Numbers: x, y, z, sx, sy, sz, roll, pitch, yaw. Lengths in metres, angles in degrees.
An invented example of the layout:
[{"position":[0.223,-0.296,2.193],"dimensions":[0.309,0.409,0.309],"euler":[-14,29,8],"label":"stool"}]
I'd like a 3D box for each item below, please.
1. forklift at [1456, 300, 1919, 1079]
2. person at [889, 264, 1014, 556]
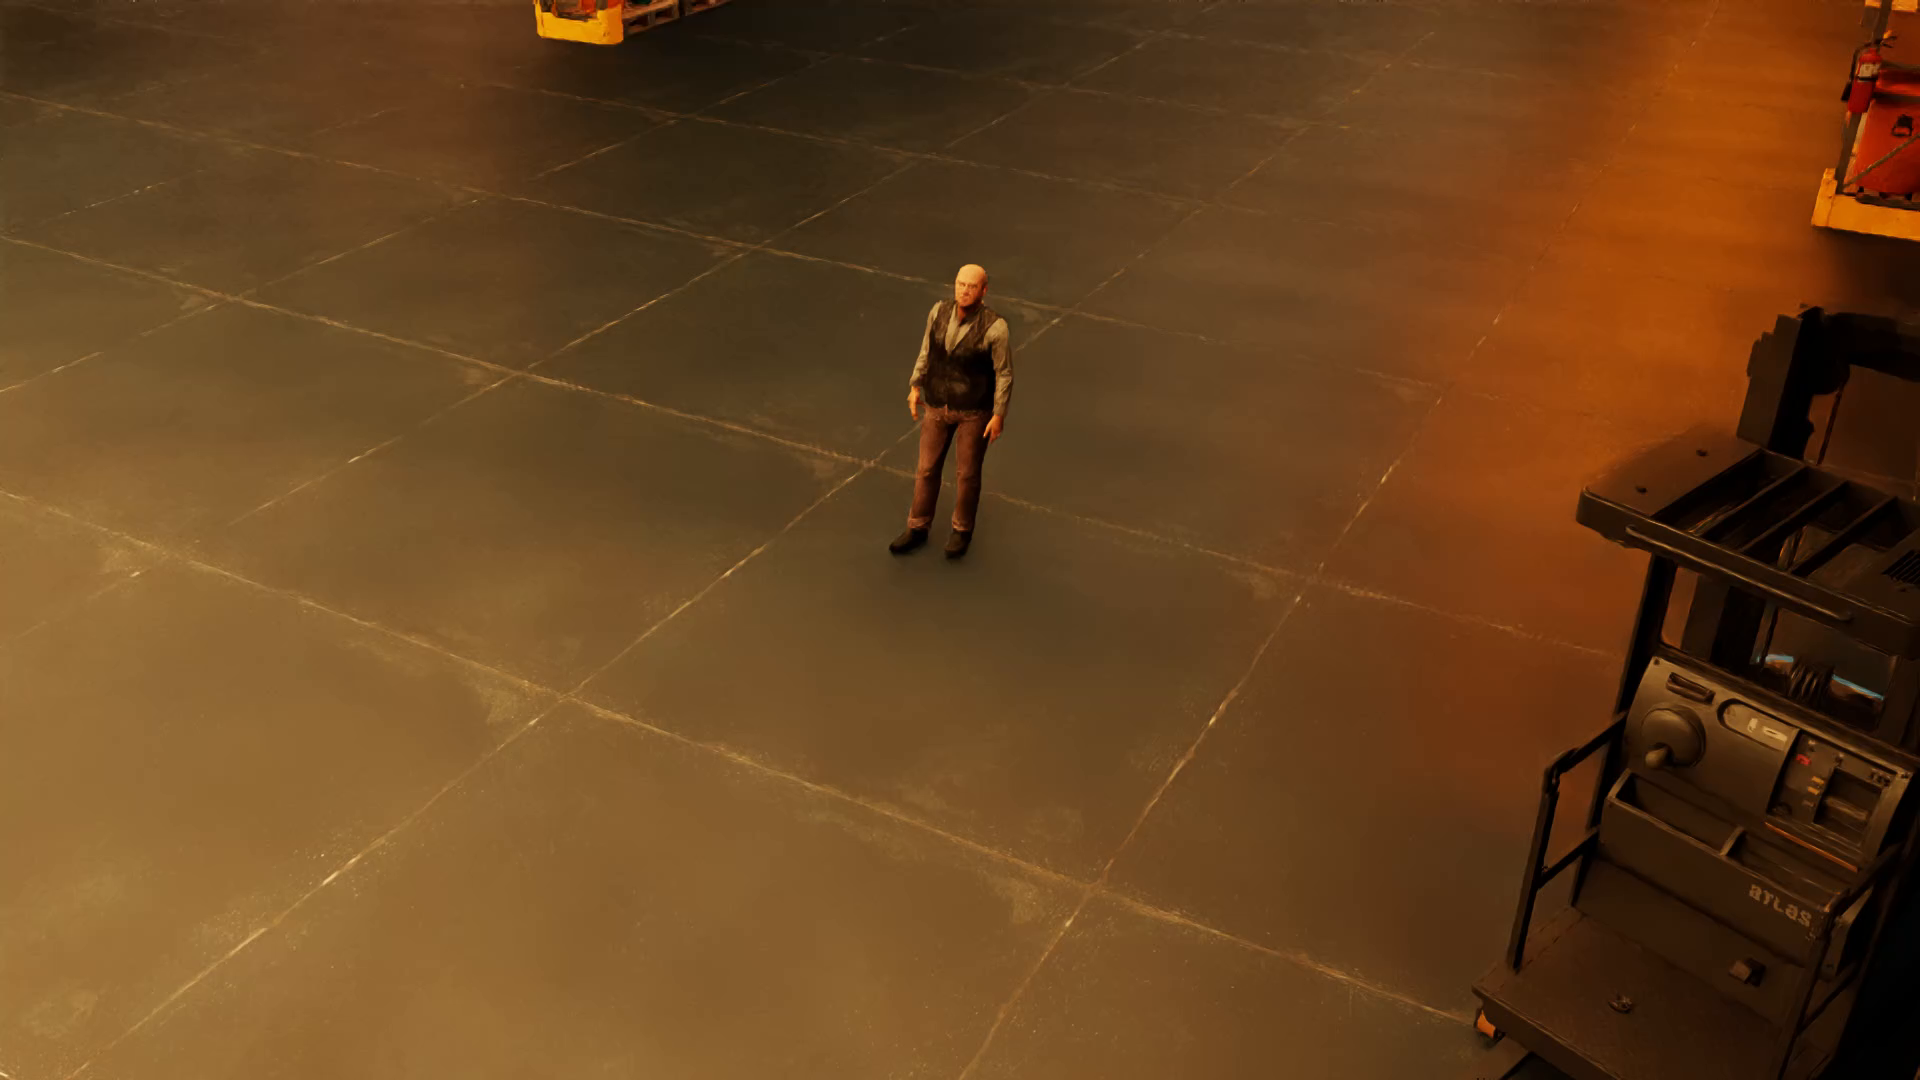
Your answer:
[{"position":[2.663,0.782,5.715],"dimensions":[3.031,2.935,1.130],"euler":[-24,37,-35],"label":"forklift"},{"position":[-0.037,-0.726,9.525],"dimensions":[0.632,1.720,0.567],"euler":[15,33,25],"label":"person"}]
